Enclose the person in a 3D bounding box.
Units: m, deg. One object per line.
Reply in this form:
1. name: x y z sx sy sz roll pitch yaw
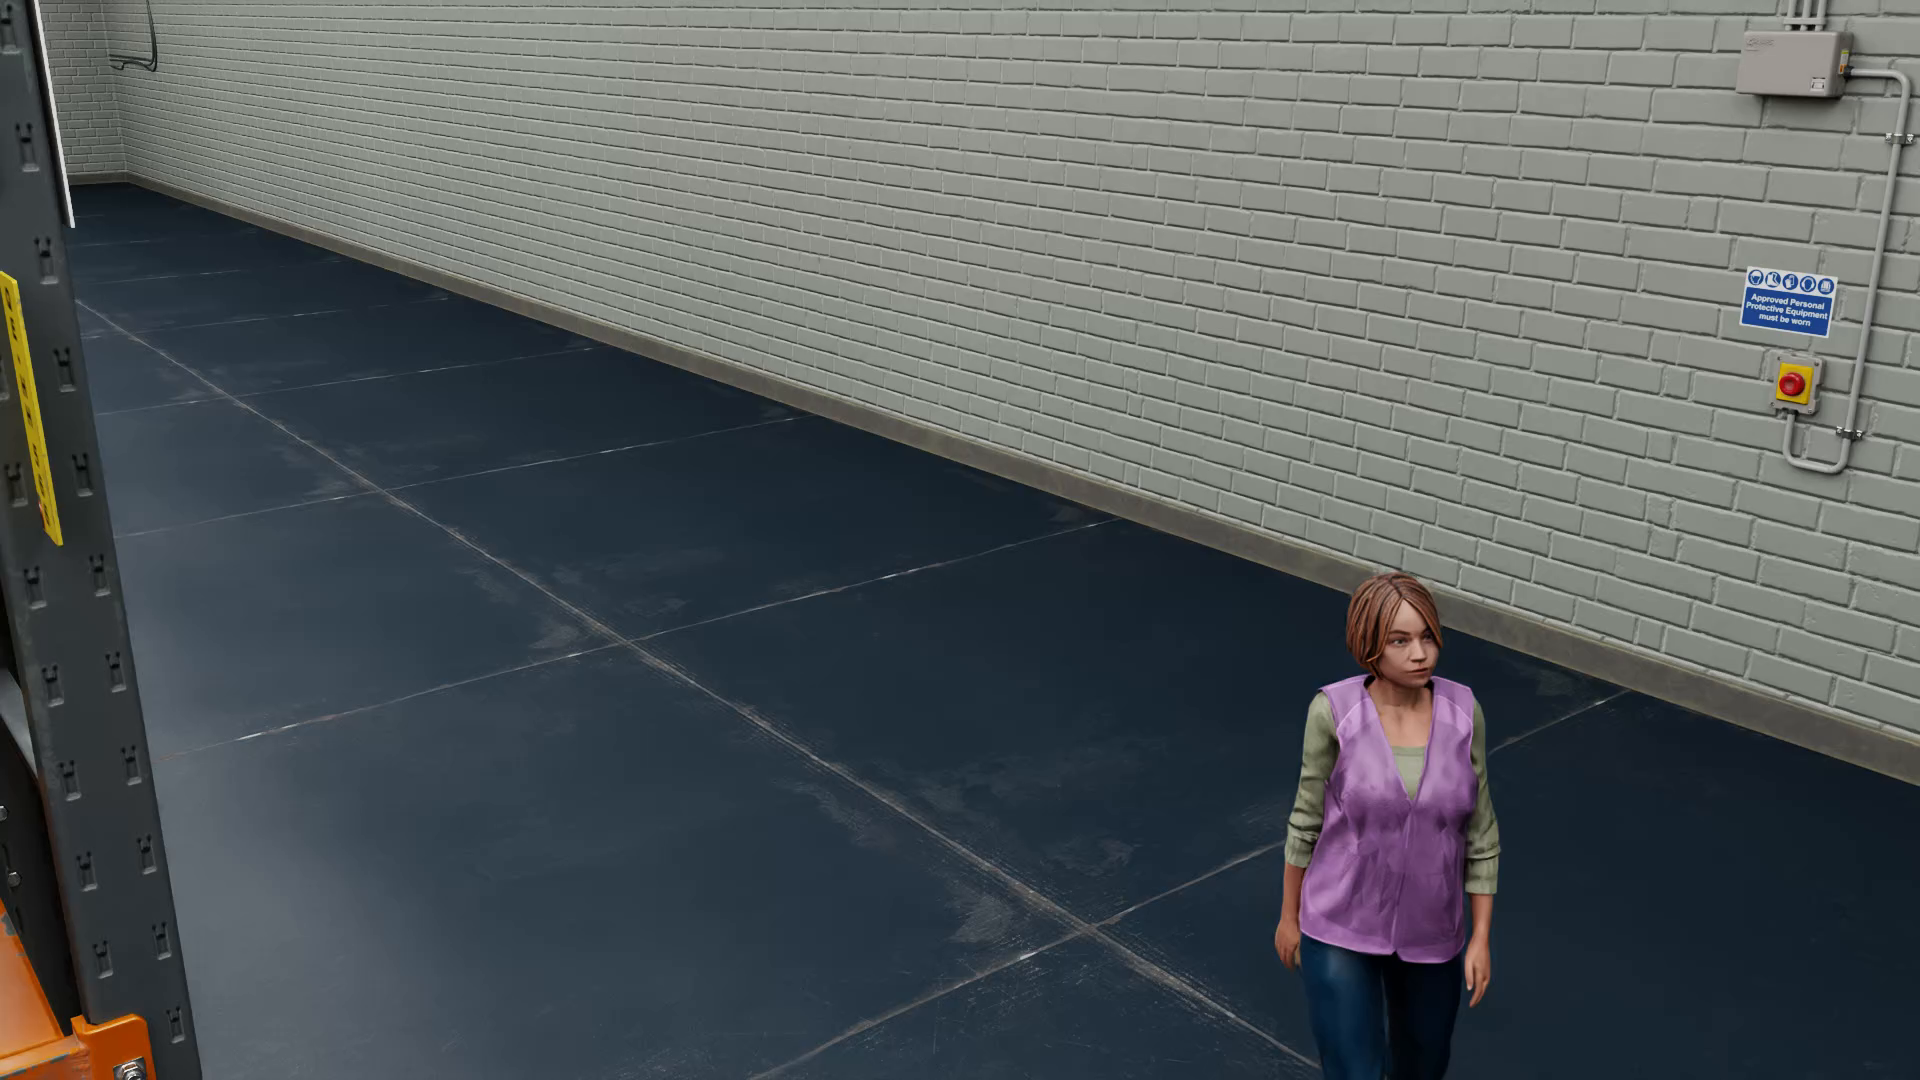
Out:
1. person: 0.903 0.806 3.550 0.432 1.558 0.790 -1 18 -2
